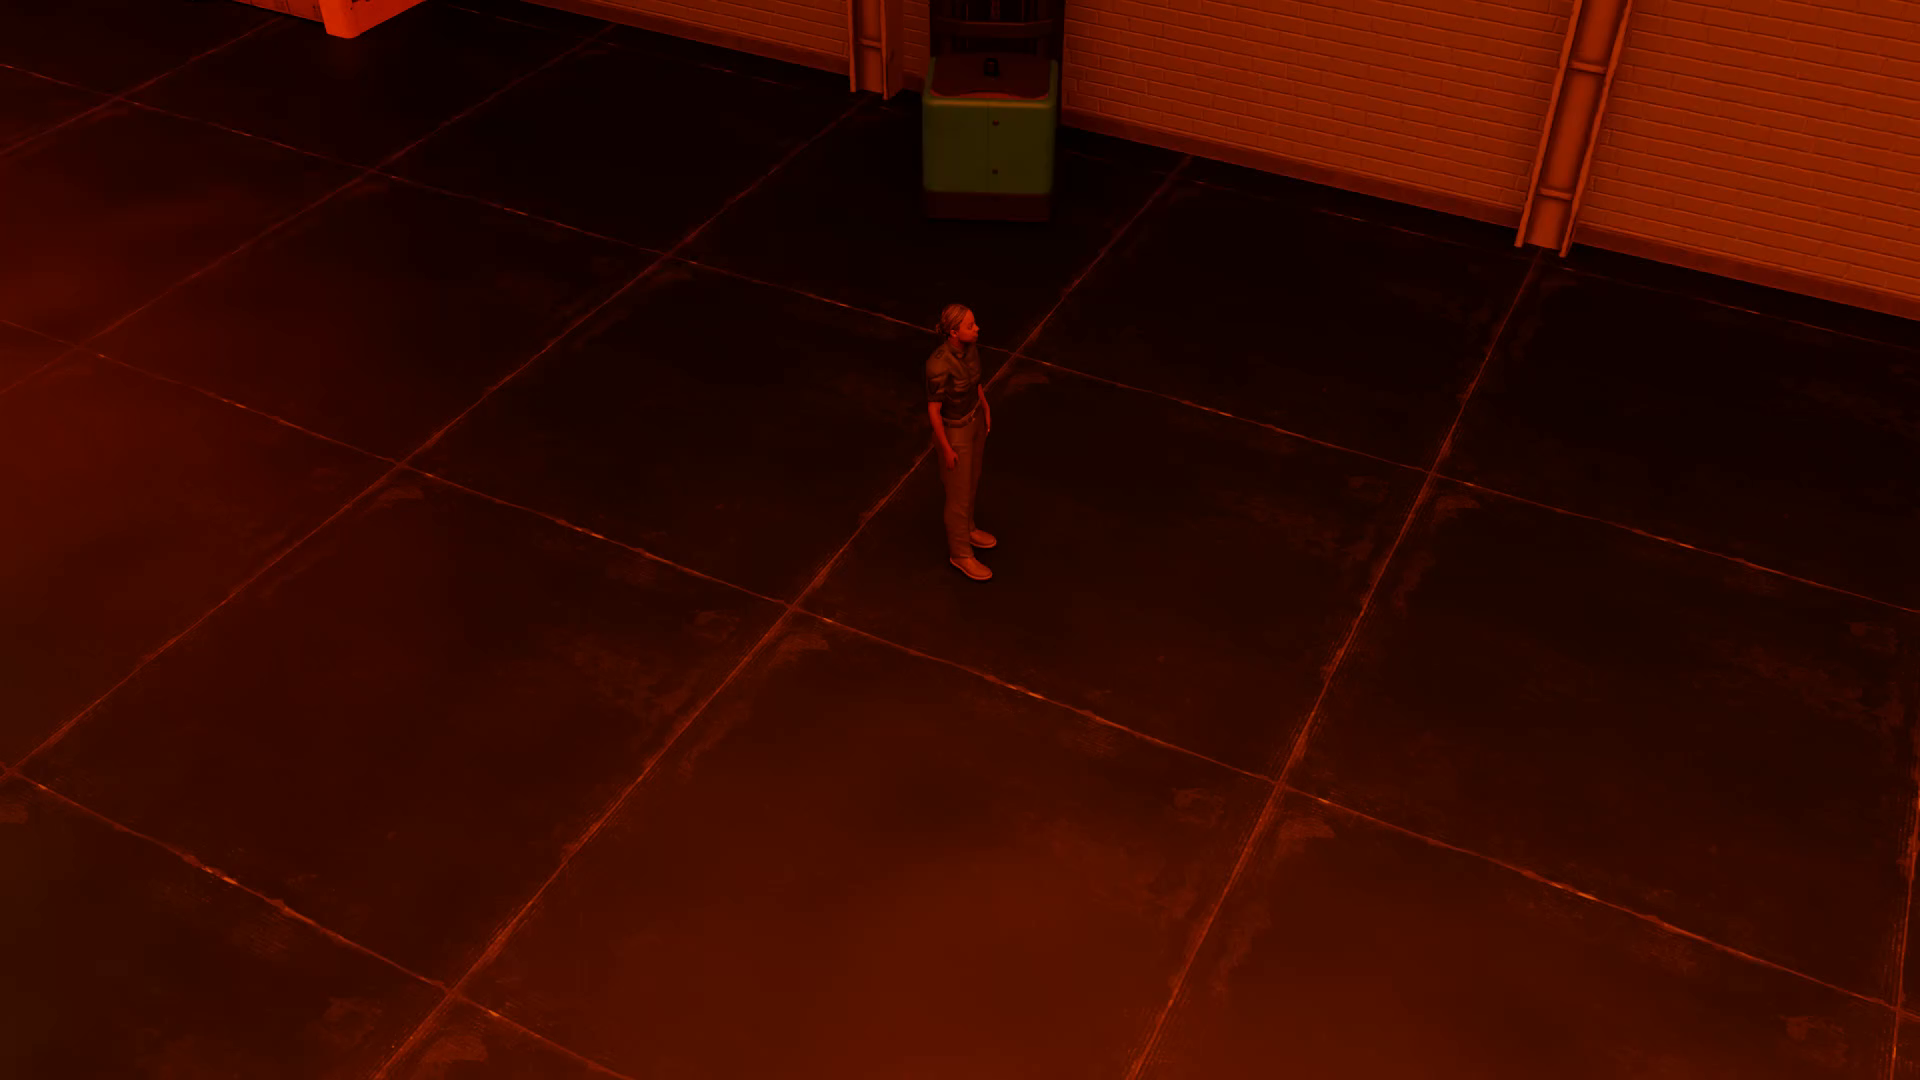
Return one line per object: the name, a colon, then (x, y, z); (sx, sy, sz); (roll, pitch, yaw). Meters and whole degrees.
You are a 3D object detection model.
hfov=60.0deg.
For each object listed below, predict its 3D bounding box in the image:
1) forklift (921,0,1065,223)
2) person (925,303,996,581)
forklift: (0.316, -4.563, 13.404); (1.130, 2.935, 3.031); (3, 40, 3)
person: (0.069, -0.592, 9.688); (0.503, 1.631, 0.569); (18, 43, 21)
